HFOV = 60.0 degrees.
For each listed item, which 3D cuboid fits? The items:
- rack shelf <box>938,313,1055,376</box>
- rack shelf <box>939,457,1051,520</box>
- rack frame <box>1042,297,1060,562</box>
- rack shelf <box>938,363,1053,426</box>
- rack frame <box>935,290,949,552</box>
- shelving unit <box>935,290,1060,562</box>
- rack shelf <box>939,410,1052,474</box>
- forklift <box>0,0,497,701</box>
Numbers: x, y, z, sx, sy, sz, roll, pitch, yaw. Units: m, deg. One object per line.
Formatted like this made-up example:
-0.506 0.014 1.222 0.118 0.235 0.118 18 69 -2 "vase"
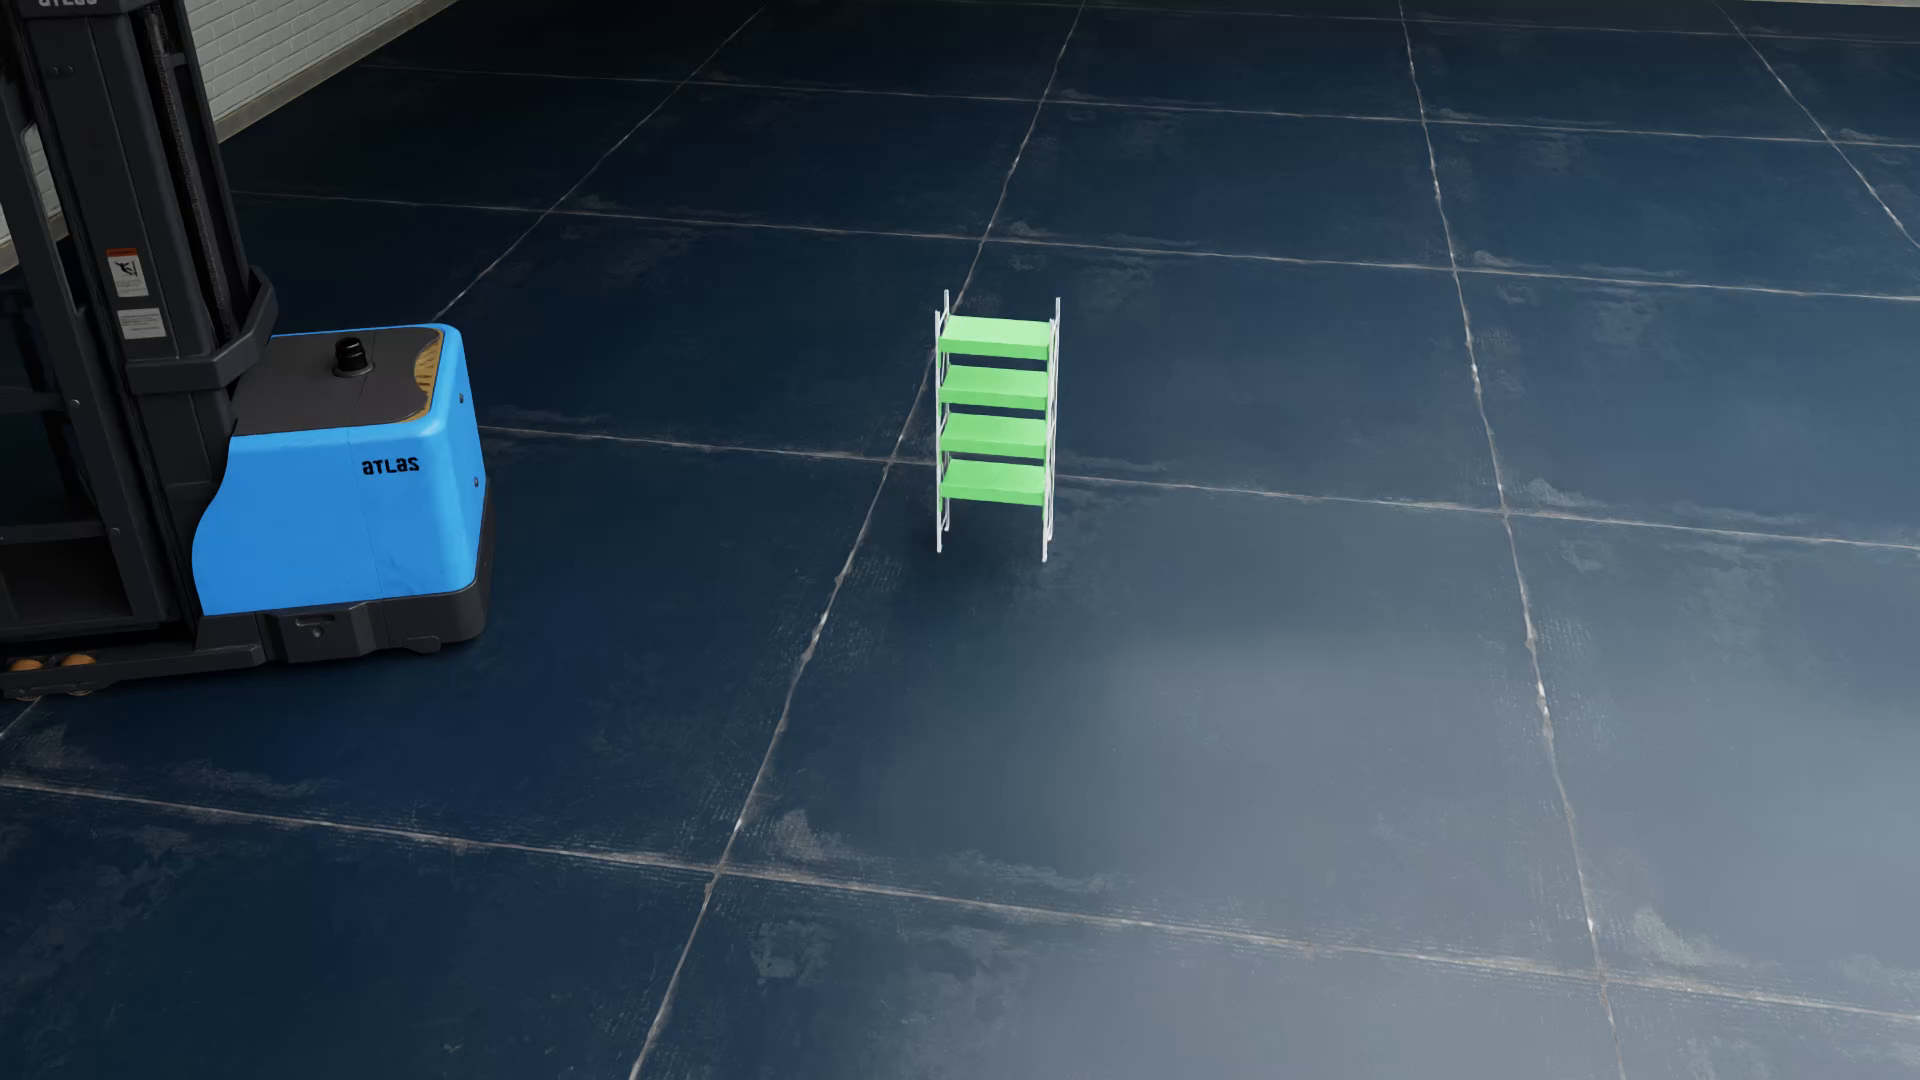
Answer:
0.163 -0.847 7.187 0.480 0.148 0.258 5 32 8 "rack shelf"
0.163 -0.236 7.569 0.480 0.148 0.258 5 32 8 "rack shelf"
0.404 -0.472 7.373 0.015 1.200 0.240 5 32 8 "rack frame"
0.163 -0.643 7.315 0.480 0.148 0.258 5 32 8 "rack shelf"
-0.077 -0.516 7.443 0.015 1.200 0.240 5 32 8 "rack frame"
0.163 -0.494 7.408 0.503 1.200 0.258 5 32 8 "shelving unit"
0.163 -0.440 7.442 0.480 0.148 0.258 5 32 8 "rack shelf"
-3.572 -0.897 6.421 3.031 2.935 1.130 -6 32 -9 "forklift"
